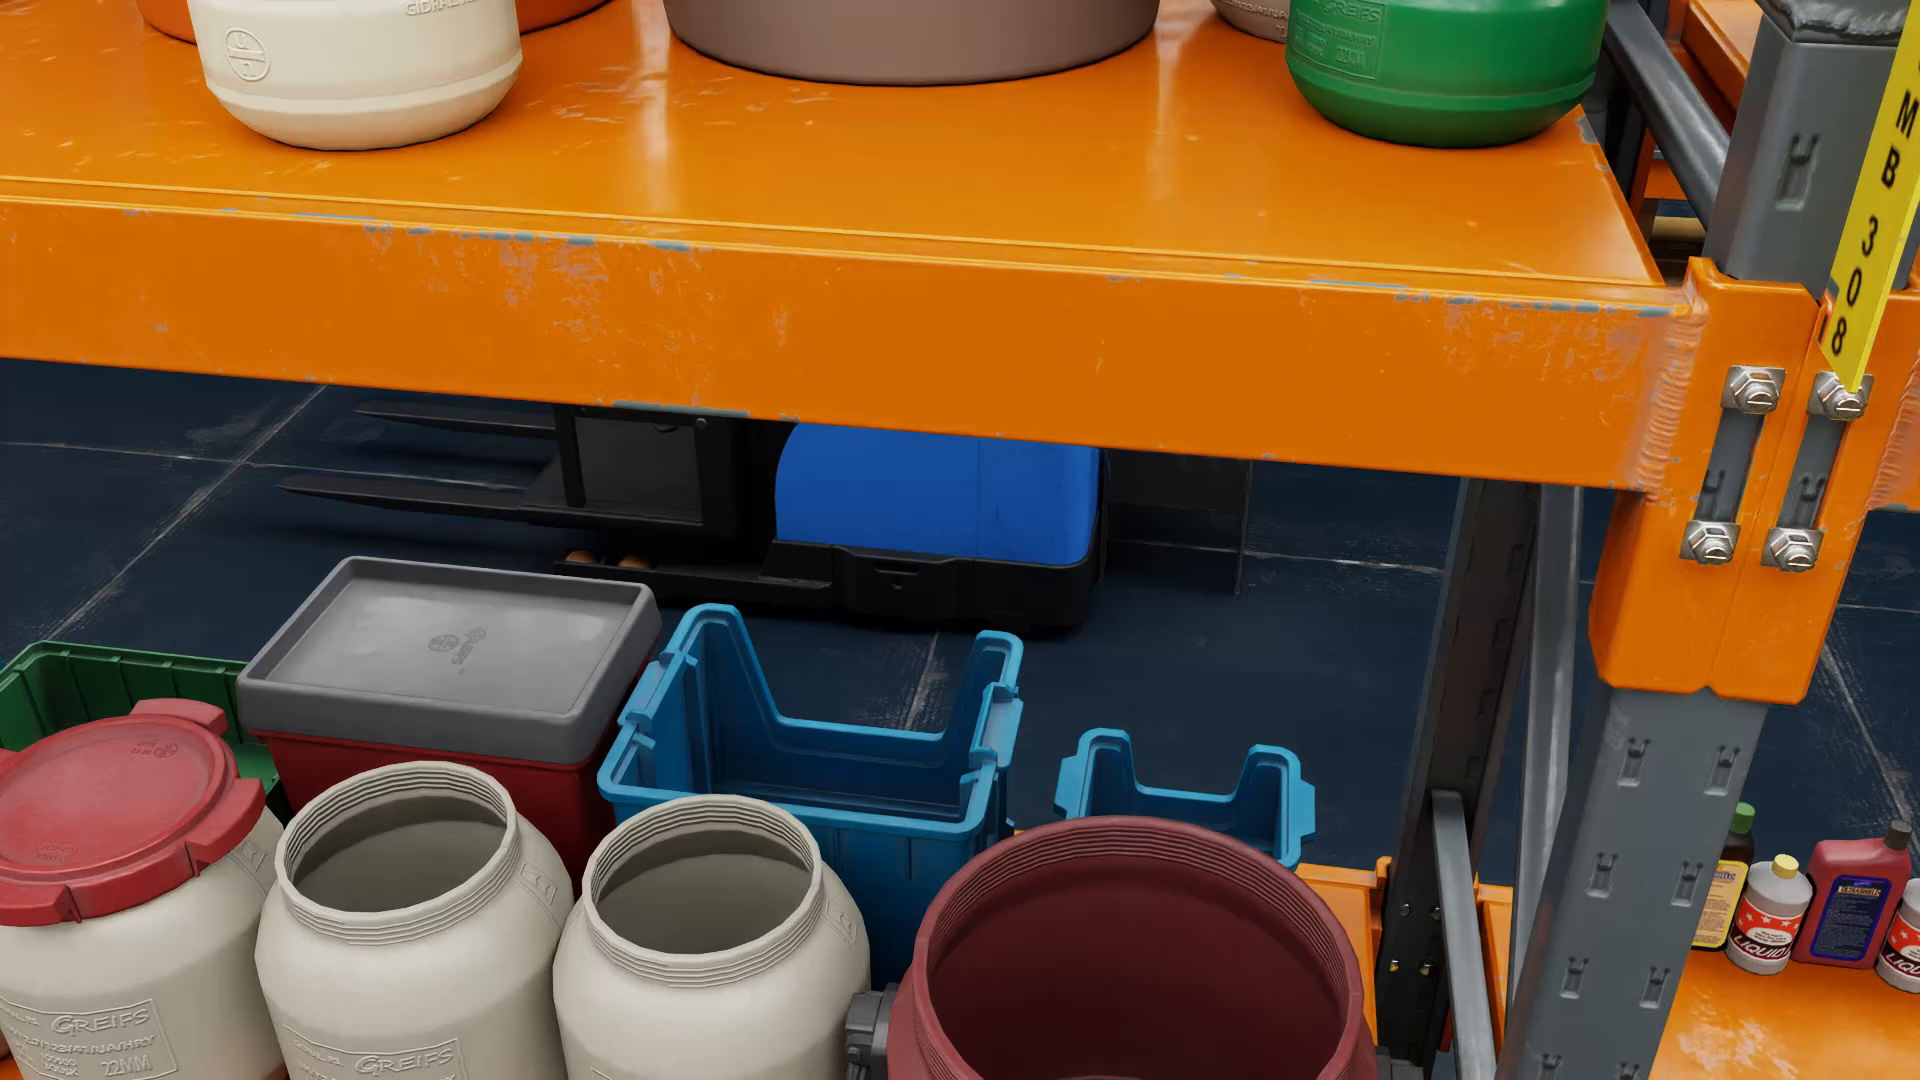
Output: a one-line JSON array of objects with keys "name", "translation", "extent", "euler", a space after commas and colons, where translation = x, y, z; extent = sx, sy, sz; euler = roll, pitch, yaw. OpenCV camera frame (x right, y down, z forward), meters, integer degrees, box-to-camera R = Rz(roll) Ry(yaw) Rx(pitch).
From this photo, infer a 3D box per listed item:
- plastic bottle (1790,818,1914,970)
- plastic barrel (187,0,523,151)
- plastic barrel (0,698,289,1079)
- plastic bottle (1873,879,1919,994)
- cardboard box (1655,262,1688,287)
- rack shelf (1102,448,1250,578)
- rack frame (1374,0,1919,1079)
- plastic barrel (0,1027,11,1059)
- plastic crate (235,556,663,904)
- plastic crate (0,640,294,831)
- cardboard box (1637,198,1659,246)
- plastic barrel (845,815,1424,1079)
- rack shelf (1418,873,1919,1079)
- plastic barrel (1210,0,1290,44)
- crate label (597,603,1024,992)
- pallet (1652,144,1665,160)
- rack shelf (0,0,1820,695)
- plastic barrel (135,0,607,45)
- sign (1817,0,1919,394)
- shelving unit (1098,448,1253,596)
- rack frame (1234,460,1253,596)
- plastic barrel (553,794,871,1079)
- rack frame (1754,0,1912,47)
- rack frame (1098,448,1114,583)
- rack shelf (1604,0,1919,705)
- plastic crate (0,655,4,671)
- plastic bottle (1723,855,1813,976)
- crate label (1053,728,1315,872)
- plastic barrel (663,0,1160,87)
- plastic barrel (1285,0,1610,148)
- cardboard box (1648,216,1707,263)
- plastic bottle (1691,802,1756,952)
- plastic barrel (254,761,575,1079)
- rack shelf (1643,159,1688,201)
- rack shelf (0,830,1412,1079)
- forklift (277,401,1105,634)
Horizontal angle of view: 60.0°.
[{"name": "plastic bottle", "translation": [1.416, 0.557, 2.643], "extent": [0.133, 0.283, 0.061], "euler": [5, 32, 8]}, {"name": "plastic barrel", "translation": [-0.575, -0.530, 1.573], "extent": [0.301, 0.262, 0.301], "euler": [0, 32, 0]}, {"name": "plastic barrel", "translation": [-1.169, 0.564, 2.394], "extent": [0.433, 0.535, 0.433], "euler": [0, 32, 0]}, {"name": "plastic bottle", "translation": [1.526, 0.612, 2.633], "extent": [0.097, 0.201, 0.097], "euler": [0, 32, 0]}, {"name": "cardboard box", "translation": [2.966, -0.762, 6.581], "extent": [0.500, 0.500, 0.500], "euler": [5, 32, 8]}, {"name": "rack shelf", "translation": [0.781, -0.213, 5.956], "extent": [0.480, 0.518, 0.431], "euler": [5, 32, 8]}, {"name": "rack frame", "translation": [0.718, 0.674, 2.346], "extent": [0.127, 3.000, 1.000], "euler": [5, 32, 8]}, {"name": "plastic barrel", "translation": [-1.596, 0.525, 2.456], "extent": [0.433, 0.535, 0.433], "euler": [0, 32, 0]}, {"name": "plastic crate", "translation": [-0.824, 0.343, 2.815], "extent": [0.583, 0.464, 0.402], "euler": [5, 32, 8]}, {"name": "plastic crate", "translation": [-1.461, 0.415, 2.960], "extent": [0.662, 0.188, 0.450], "euler": [5, 32, 8]}, {"name": "cardboard box", "translation": [2.572, -1.398, 6.890], "extent": [0.500, 0.250, 0.500], "euler": [6, 33, 10]}, {"name": "plastic barrel", "translation": [0.209, 0.733, 2.123], "extent": [0.708, 0.536, 0.600], "euler": [5, 32, 8]}, {"name": "rack shelf", "translation": [2.689, 1.157, 2.252], "extent": [4.000, 0.370, 1.077], "euler": [5, 32, 8]}, {"name": "plastic barrel", "translation": [0.463, -0.833, 1.821], "extent": [0.421, 0.512, 0.421], "euler": [0, 32, 0]}, {"name": "crate label", "translation": [-0.216, 0.429, 2.704], "extent": [0.616, 0.435, 0.502], "euler": [5, 32, 8]}, {"name": "pallet", "translation": [2.235, -1.811, 6.497], "extent": [1.003, 0.211, 1.213], "euler": [5, 32, 8]}, {"name": "rack shelf", "translation": [-1.254, -0.471, 2.026], "extent": [4.000, 0.370, 1.077], "euler": [5, 32, 8]}, {"name": "plastic barrel", "translation": [-0.700, -1.025, 1.828], "extent": [0.708, 0.830, 0.600], "euler": [5, 32, 8]}, {"name": "sign", "translation": [0.632, -0.265, 1.117], "extent": [0.005, 0.325, 0.100], "euler": [5, 32, 8]}, {"name": "shelving unit", "translation": [0.781, -0.818, 5.577], "extent": [0.503, 2.100, 0.431], "euler": [5, 32, 8]}, {"name": "rack frame", "translation": [1.021, -0.795, 5.542], "extent": [0.015, 2.100, 0.400], "euler": [5, 32, 8]}, {"name": "plastic barrel", "translation": [-0.332, 0.647, 2.285], "extent": [0.421, 0.512, 0.421], "euler": [0, 32, 0]}, {"name": "rack frame", "translation": [0.718, -1.869, 0.754], "extent": [0.127, 3.000, 1.000], "euler": [5, 32, 8]}, {"name": "rack frame", "translation": [0.541, -0.840, 5.613], "extent": [0.015, 2.100, 0.400], "euler": [5, 32, 8]}, {"name": "rack shelf", "translation": [2.689, -0.114, 1.456], "extent": [4.000, 0.370, 1.077], "euler": [5, 32, 8]}, {"name": "plastic crate", "translation": [-2.085, 0.260, 3.023], "extent": [0.575, 0.384, 0.392], "euler": [5, 32, 8]}, {"name": "plastic bottle", "translation": [1.299, 0.591, 2.666], "extent": [0.097, 0.201, 0.097], "euler": [0, 32, 0]}, {"name": "crate label", "translation": [0.366, 0.511, 2.764], "extent": [0.416, 0.233, 0.303], "euler": [5, 32, 8]}, {"name": "plastic barrel", "translation": [-0.055, -0.997, 1.716], "extent": [0.600, 0.901, 0.600], "euler": [0, 32, 0]}, {"name": "plastic barrel", "translation": [0.466, -0.527, 1.584], "extent": [0.294, 0.245, 0.294], "euler": [0, 32, 0]}, {"name": "cardboard box", "translation": [3.026, -1.036, 7.019], "extent": [0.500, 0.500, 0.500], "euler": [4, 32, 6]}, {"name": "plastic bottle", "translation": [1.188, 0.536, 2.676], "extent": [0.133, 0.283, 0.061], "euler": [5, 32, 8]}, {"name": "plastic barrel", "translation": [-0.747, 0.609, 2.345], "extent": [0.421, 0.512, 0.421], "euler": [0, 32, 0]}, {"name": "rack shelf", "translation": [3.526, -1.433, 6.390], "extent": [4.000, 0.370, 1.077], "euler": [5, 32, 8]}, {"name": "rack shelf", "translation": [-1.254, 0.800, 2.822], "extent": [4.000, 0.370, 1.077], "euler": [5, 32, 8]}, {"name": "forklift", "translation": [-0.981, -1.289, 5.547], "extent": [3.031, 2.935, 1.130], "euler": [5, 32, 8]}]
